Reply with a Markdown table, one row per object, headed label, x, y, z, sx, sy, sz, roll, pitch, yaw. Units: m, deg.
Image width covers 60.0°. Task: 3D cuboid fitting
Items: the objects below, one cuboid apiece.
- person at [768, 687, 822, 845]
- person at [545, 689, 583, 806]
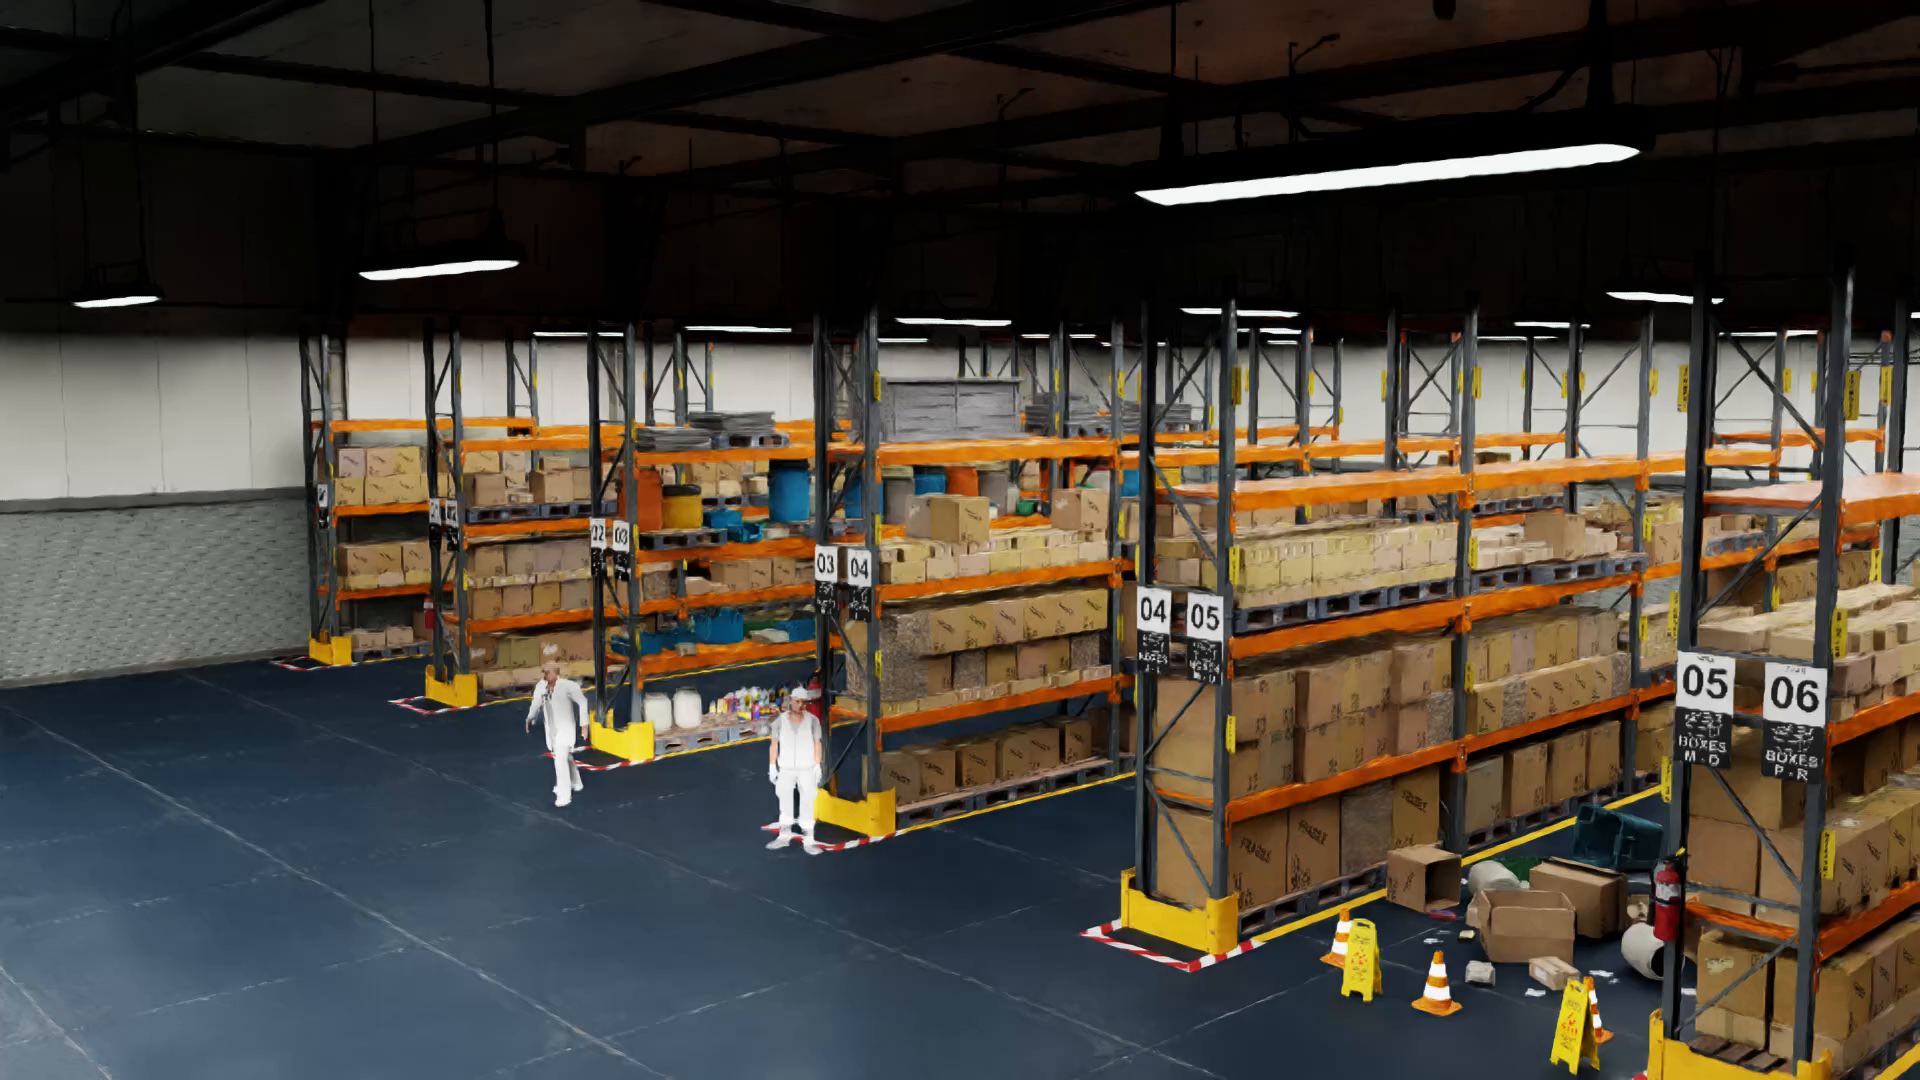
| label | x | y | z | sx | sy | sz | roll | pitch | yaw |
| --- | --- | --- | --- | --- | --- | --- | --- | --- | --- |
| person | -1.776 | 2.437 | 17.931 | 0.581 | 1.743 | 0.389 | 0 | 6 | 0 |
| person | -4.778 | 2.452 | 20.063 | 0.681 | 1.372 | 0.888 | 3 | 7 | 31 |
